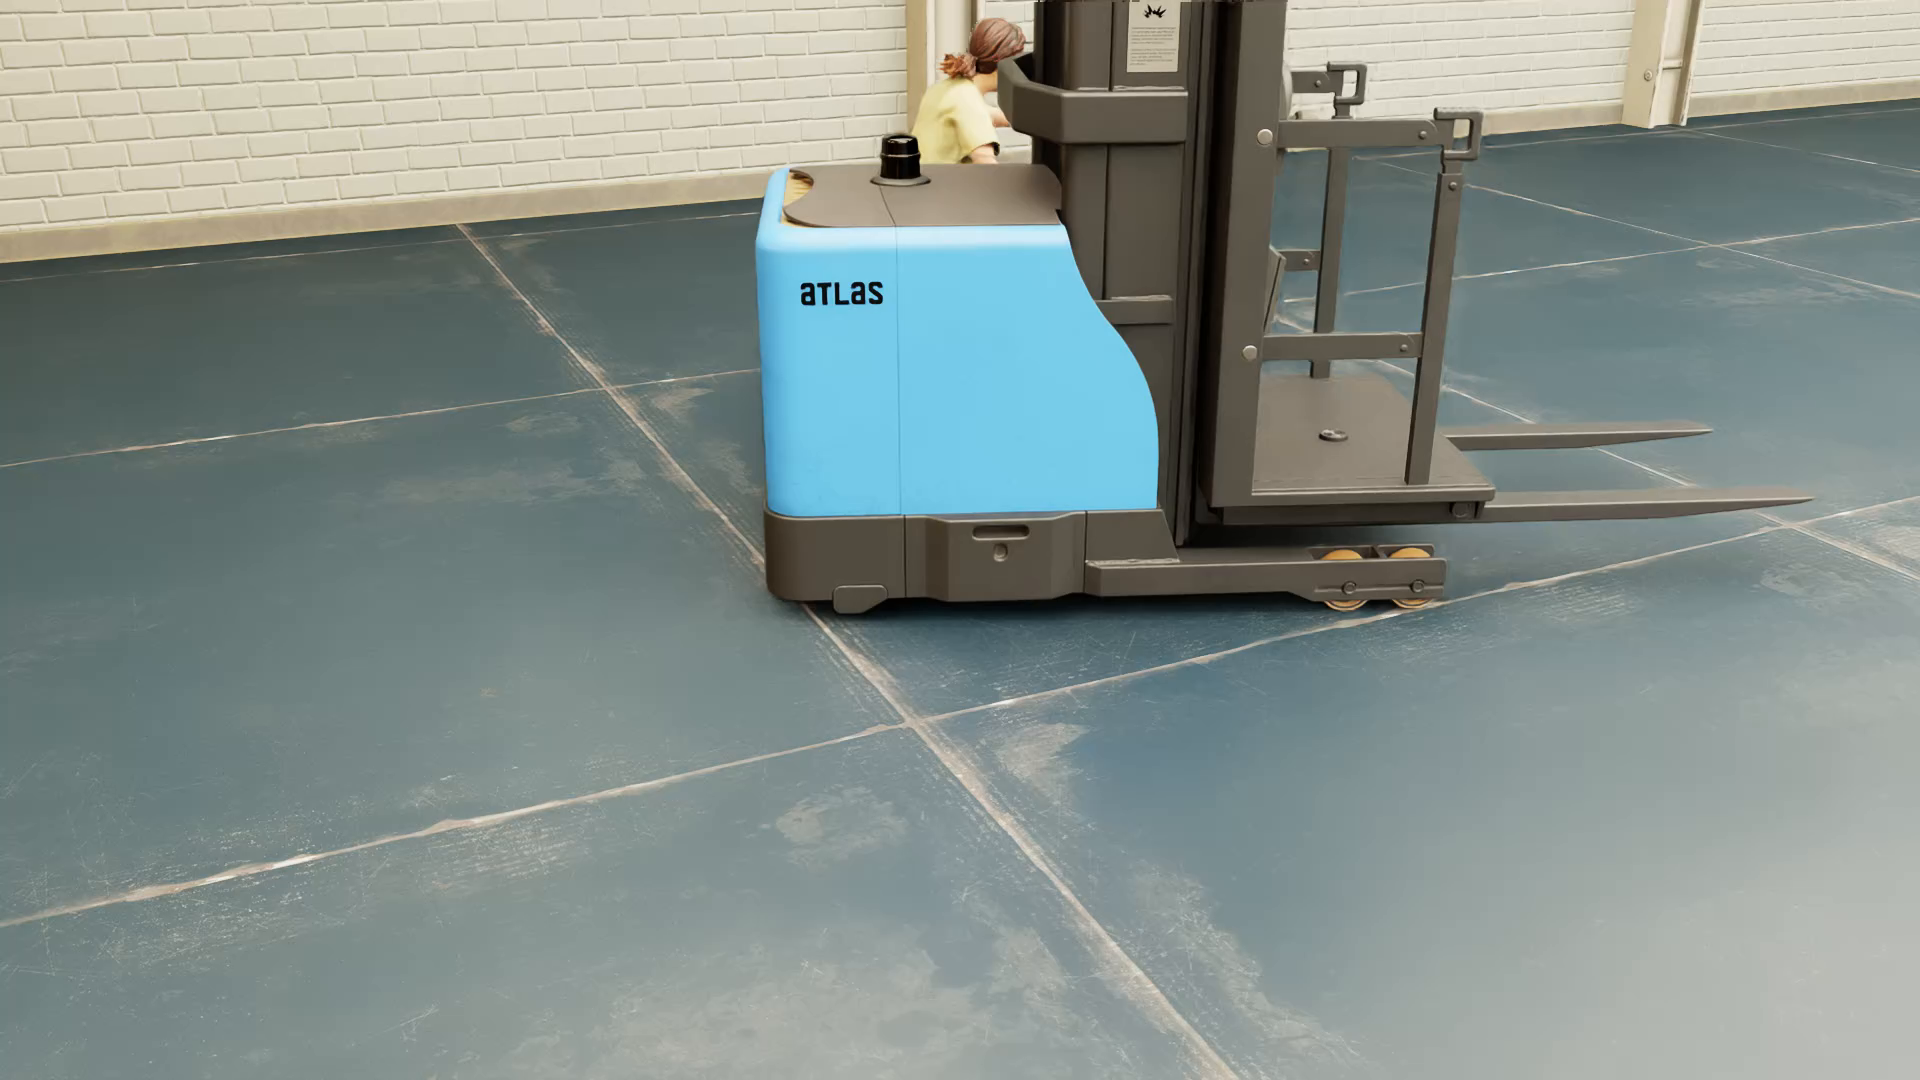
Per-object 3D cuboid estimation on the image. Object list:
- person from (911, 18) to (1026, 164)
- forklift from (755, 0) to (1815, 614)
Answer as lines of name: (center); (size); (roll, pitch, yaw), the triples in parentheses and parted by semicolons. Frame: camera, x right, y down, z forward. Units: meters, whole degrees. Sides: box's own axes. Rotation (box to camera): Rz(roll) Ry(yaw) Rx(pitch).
person: (0.194, -1.083, 5.868); (0.812, 1.429, 1.197); (-7, 24, -17)
forklift: (0.948, -1.358, 4.555); (3.031, 2.935, 1.130); (-1, 23, -4)
